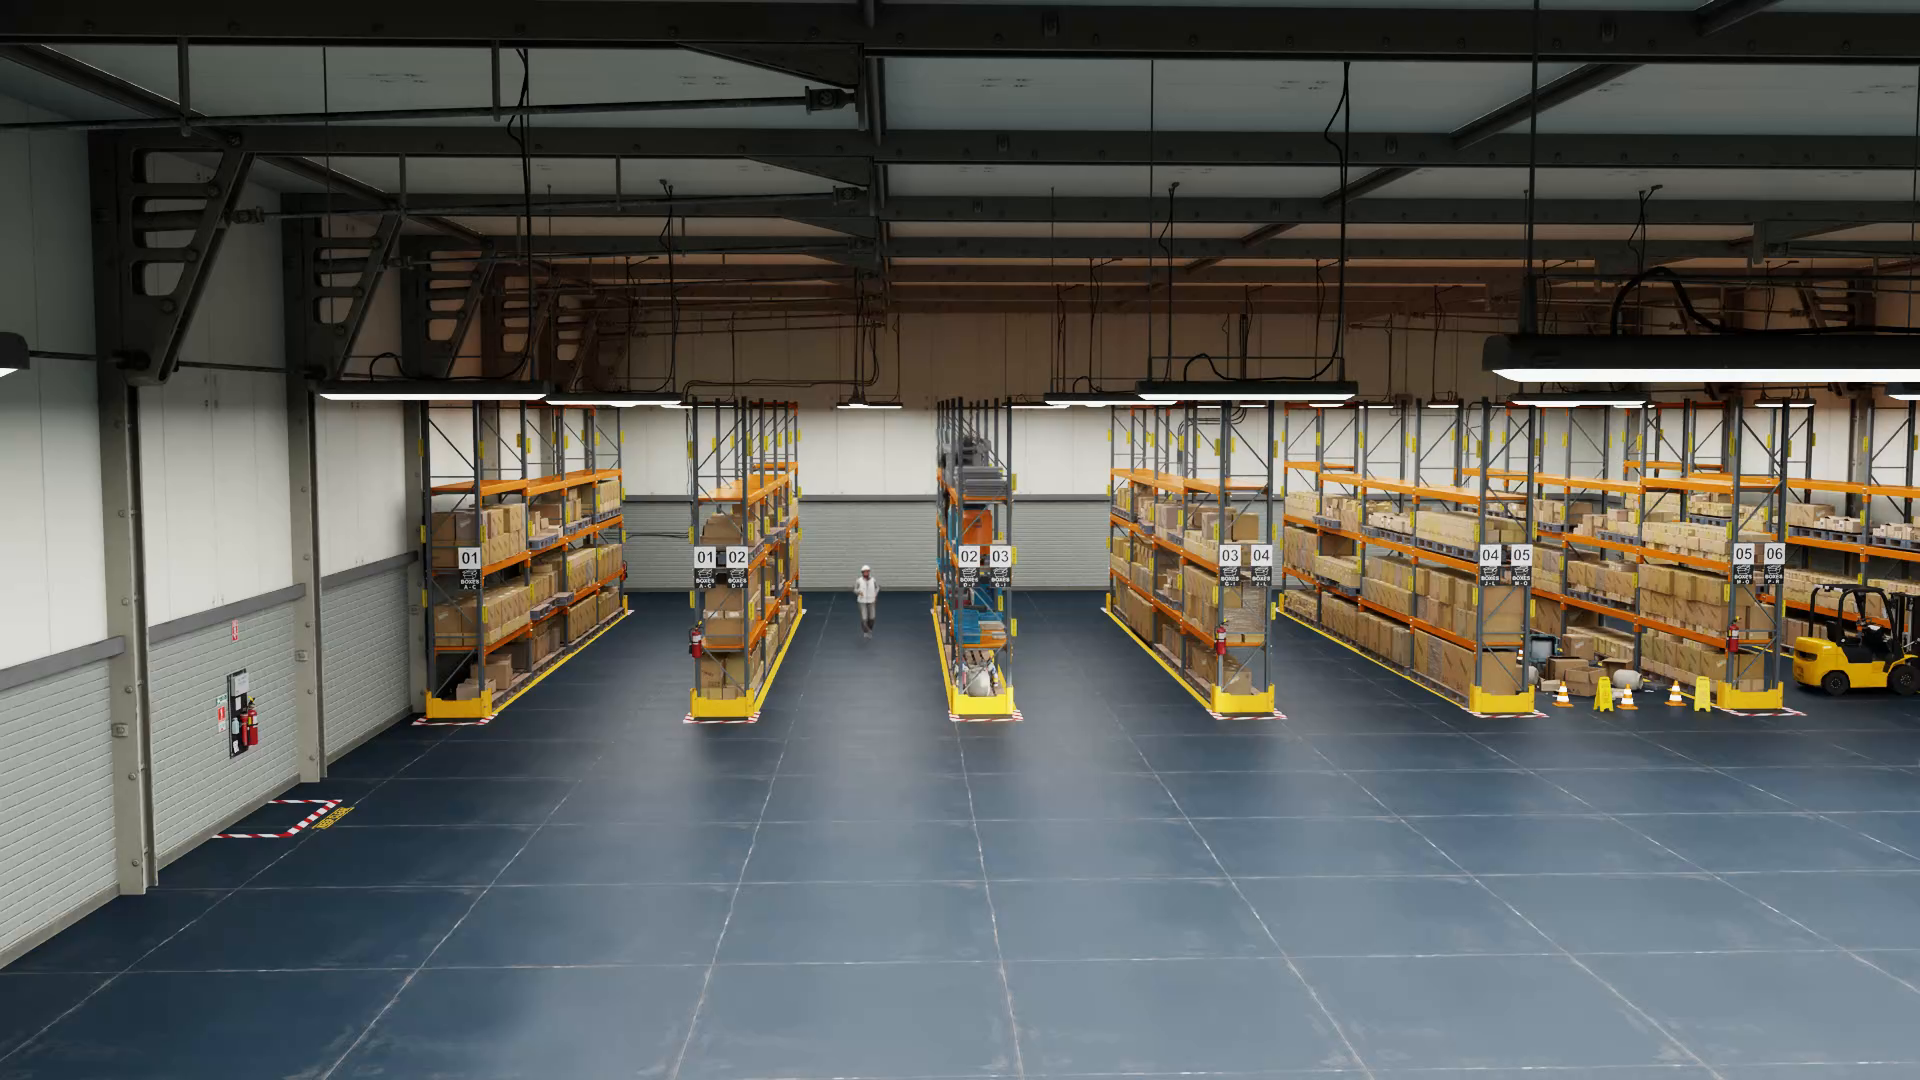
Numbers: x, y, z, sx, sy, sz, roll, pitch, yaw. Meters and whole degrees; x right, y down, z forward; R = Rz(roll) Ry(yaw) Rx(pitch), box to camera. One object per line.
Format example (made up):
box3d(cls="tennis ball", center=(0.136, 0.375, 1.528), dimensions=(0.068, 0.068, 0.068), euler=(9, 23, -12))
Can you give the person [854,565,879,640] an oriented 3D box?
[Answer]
box3d(cls="person", center=(-2.240, 1.517, 39.894), dimensions=(0.601, 1.804, 0.640), euler=(-1, 4, -11))
